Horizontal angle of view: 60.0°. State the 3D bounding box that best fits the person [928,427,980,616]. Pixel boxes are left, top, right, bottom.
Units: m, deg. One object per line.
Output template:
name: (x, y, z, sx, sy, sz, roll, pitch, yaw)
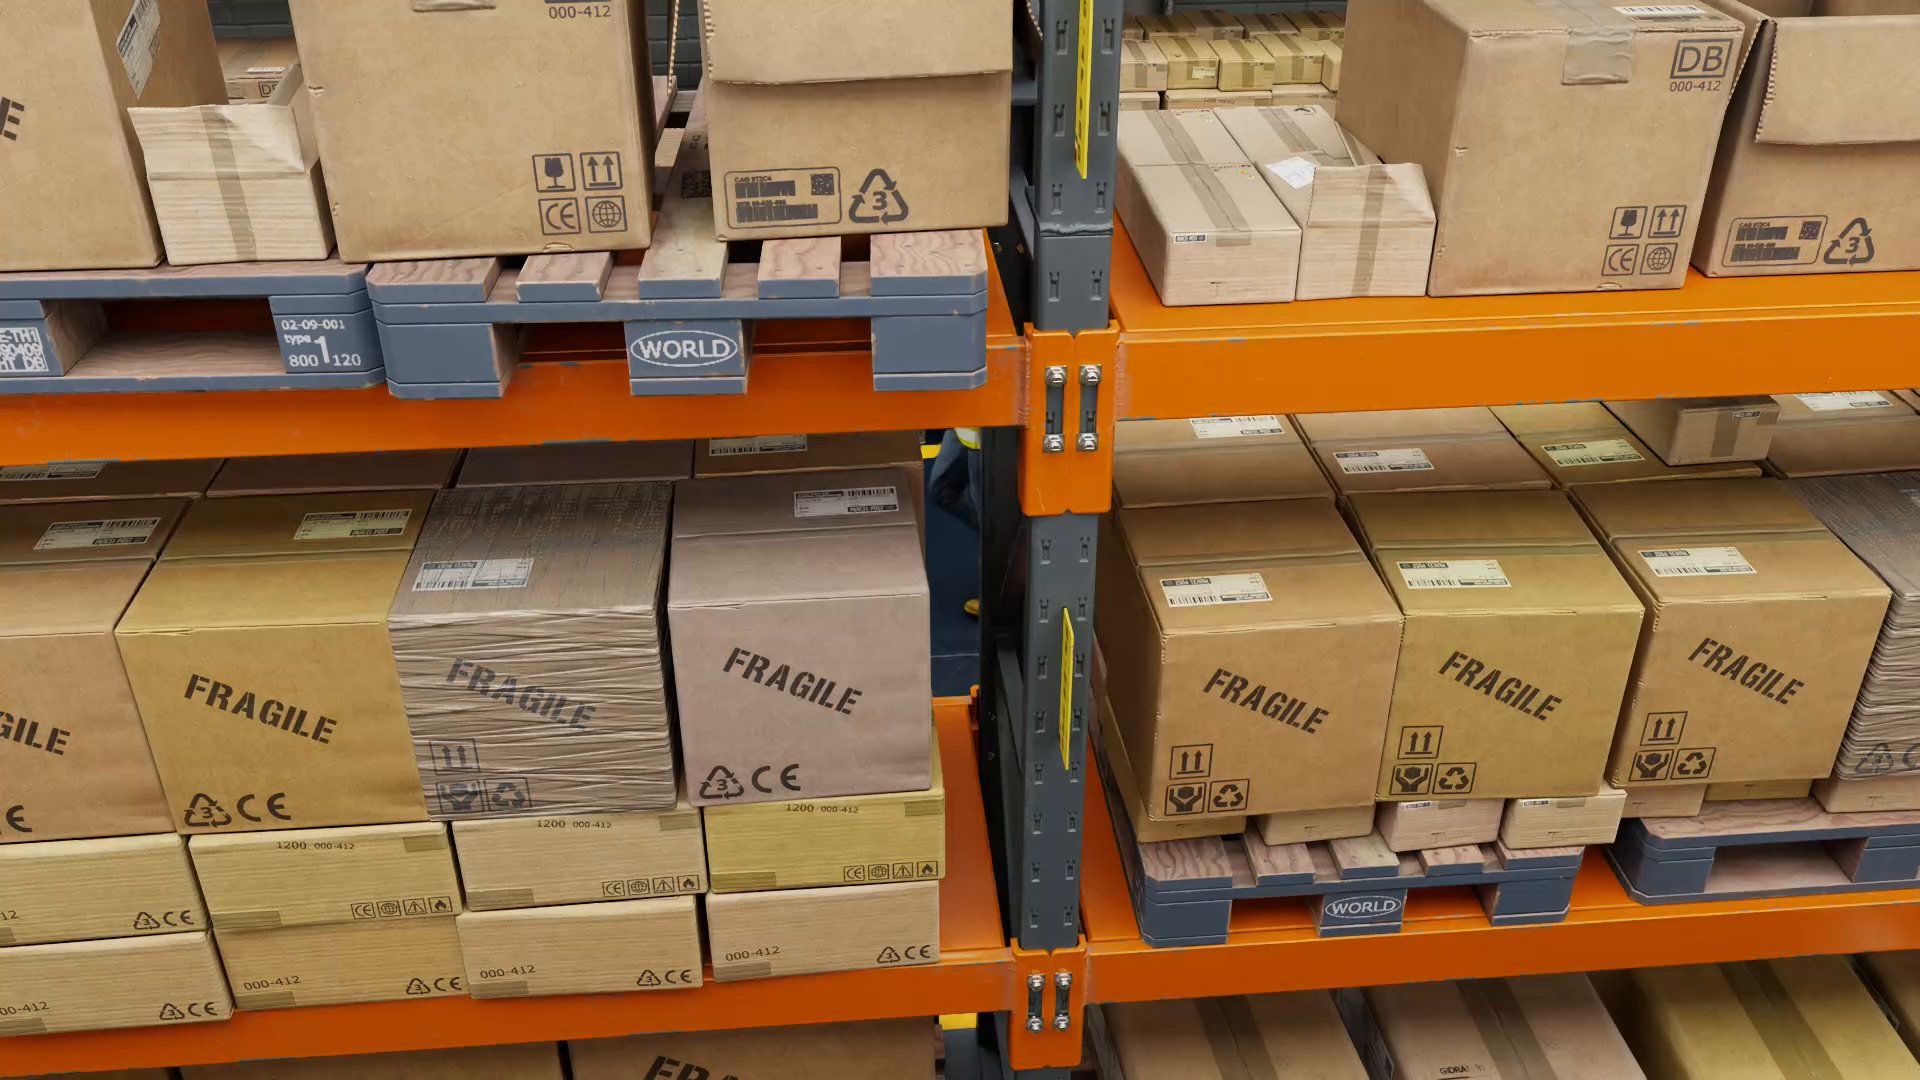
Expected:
person: (0.114, -0.447, 6.831, 0.496, 1.752, 0.612, -6, 31, -9)
